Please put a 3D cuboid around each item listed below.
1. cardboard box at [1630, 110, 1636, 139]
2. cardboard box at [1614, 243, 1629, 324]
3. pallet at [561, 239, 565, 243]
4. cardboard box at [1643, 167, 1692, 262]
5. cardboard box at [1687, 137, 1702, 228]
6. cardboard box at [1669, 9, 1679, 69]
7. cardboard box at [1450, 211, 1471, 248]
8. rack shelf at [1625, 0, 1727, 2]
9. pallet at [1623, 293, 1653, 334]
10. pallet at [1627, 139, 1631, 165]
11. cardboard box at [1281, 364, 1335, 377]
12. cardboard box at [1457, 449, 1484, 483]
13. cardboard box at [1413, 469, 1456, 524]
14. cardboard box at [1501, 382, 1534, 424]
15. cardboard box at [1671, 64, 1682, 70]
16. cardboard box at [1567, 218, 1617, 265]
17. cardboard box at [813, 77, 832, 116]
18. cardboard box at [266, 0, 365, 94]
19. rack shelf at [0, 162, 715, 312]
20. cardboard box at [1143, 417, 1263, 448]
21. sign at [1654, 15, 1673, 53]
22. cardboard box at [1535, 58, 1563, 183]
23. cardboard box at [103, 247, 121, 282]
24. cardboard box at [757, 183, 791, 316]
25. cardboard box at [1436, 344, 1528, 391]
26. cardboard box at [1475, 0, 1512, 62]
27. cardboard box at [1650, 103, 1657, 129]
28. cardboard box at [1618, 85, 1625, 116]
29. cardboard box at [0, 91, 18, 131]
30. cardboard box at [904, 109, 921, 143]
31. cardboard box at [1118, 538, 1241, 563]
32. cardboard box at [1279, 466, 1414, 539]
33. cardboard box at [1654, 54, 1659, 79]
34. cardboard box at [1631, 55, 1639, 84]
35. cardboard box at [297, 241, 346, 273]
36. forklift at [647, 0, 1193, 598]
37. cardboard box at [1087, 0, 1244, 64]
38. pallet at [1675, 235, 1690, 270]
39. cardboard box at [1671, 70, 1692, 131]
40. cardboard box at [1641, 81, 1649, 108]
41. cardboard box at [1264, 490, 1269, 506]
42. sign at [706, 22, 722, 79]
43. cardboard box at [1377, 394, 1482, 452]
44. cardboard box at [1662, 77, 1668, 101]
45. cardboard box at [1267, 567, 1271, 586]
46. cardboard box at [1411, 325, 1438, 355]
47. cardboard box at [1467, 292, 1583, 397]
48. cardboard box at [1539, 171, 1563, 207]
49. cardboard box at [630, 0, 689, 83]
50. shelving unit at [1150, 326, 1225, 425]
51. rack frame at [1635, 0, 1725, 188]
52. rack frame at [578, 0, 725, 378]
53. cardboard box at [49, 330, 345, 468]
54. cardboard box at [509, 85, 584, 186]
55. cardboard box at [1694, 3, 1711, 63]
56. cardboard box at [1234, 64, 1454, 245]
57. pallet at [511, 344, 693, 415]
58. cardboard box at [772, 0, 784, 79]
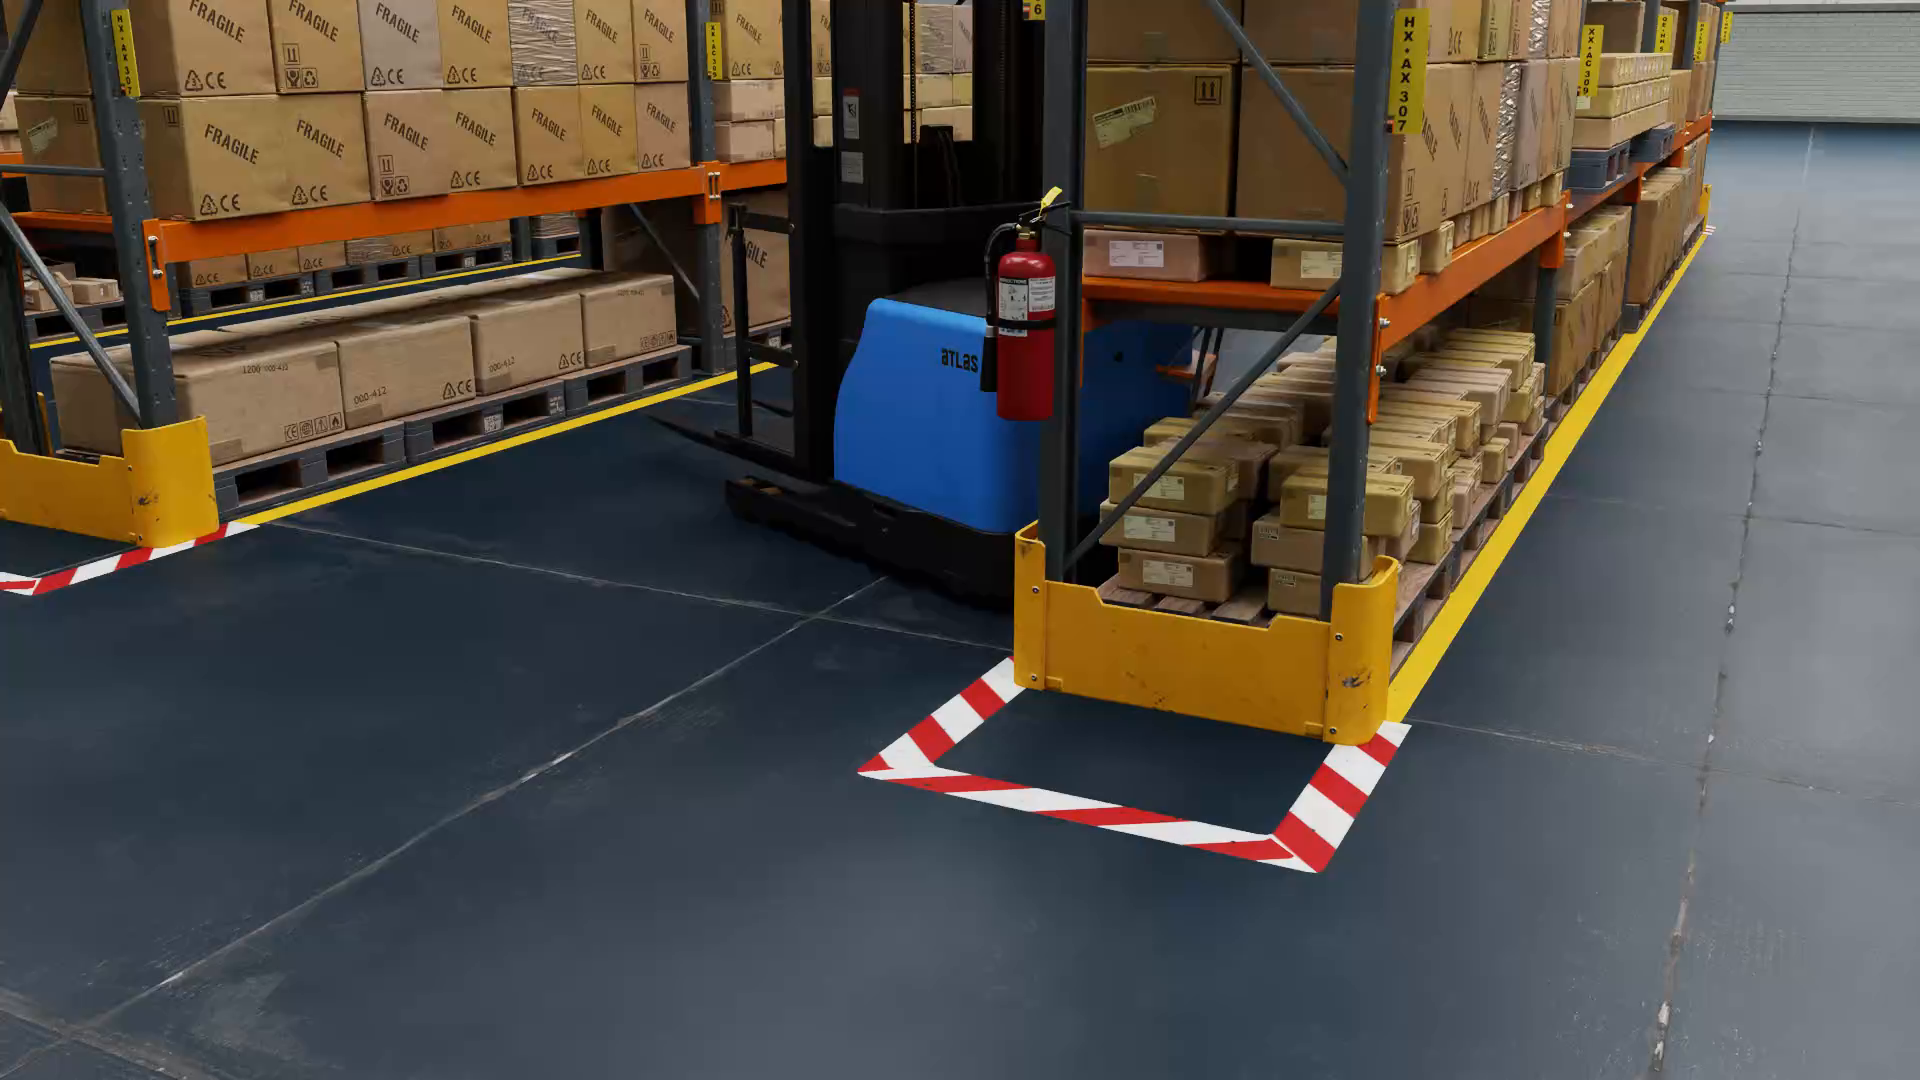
[{"bbox_3d":[3.555,-2.321,9.273,0.380,0.149,0.250,7,18,23],"label":"cardboard box"},{"bbox_3d":[4.234,-1.756,11.320,0.500,0.500,0.500,8,18,25],"label":"cardboard box"},{"bbox_3d":[-3.672,-3.366,17.985,1.003,0.211,1.213,8,18,25],"label":"pallet"},{"bbox_3d":[5.885,-2.926,14.820,1.050,0.750,0.750,8,18,25],"label":"cardboard box"},{"bbox_3d":[7.234,-3.769,17.438,0.875,0.875,0.875,8,18,25],"label":"cardboard box"},{"bbox_3d":[5.865,-4.372,14.546,0.700,0.500,0.500,8,18,24],"label":"cardboard box"},{"bbox_3d":[1.674,-1.177,6.159,0.380,0.149,0.250,8,18,24],"label":"cardboard box"},{"bbox_3d":[6.975,-5.575,16.521,1.077,0.370,4.000,8,18,25],"label":"rack shelf"},{"bbox_3d":[4.714,-1.808,12.741,1.003,0.211,1.213,8,18,25],"label":"pallet"},{"bbox_3d":[3.446,-2.352,10.012,1.003,0.211,1.213,8,18,25],"label":"pallet"},{"bbox_3d":[1.592,-0.656,7.190,0.380,0.149,0.250,7,18,23],"label":"cardboard box"},{"bbox_3d":[1.997,-0.305,7.051,0.380,0.149,0.250,8,19,26],"label":"cardboard box"},{"bbox_3d":[1.598,-0.182,6.115,0.380,0.149,0.250,9,19,27],"label":"cardboard box"},{"bbox_3d":[2.437,-0.650,7.693,0.380,0.149,0.250,7,18,23],"label":"cardboard box"},{"bbox_3d":[6.236,-4.140,15.431,0.875,0.550,0.550,8,18,25],"label":"cardboard box"},{"bbox_3d":[3.766,-1.851,10.324,0.500,0.250,0.500,9,19,27],"label":"cardboard box"},{"bbox_3d":[-1.061,-3.044,11.391,0.500,0.250,0.500,8,18,26],"label":"cardboard box"},{"bbox_3d":[-3.060,-2.266,7.452,0.500,0.500,0.500,8,18,24],"label":"cardboard box"},{"bbox_3d":[-2.860,-1.684,8.691,1.077,0.370,4.000,8,18,25],"label":"rack shelf"},{"bbox_3d":[0.895,-0.342,6.131,0.380,0.149,0.250,8,18,24],"label":"cardboard box"},{"bbox_3d":[4.784,-3.404,11.322,0.100,0.325,0.005,8,18,25],"label":"sign"},{"bbox_3d":[2.311,-1.834,7.233,0.500,0.500,0.500,8,18,24],"label":"cardboard box"},{"bbox_3d":[-6.454,-2.335,13.270,0.500,0.500,0.500,8,18,25],"label":"cardboard box"},{"bbox_3d":[-1.364,-2.121,11.890,0.875,0.875,0.875,9,19,27],"label":"cardboard box"},{"bbox_3d":[2.397,-0.796,7.662,0.380,0.149,0.250,8,18,25],"label":"cardboard box"},{"bbox_3d":[1.630,-1.925,5.784,0.500,0.500,0.500,8,18,24],"label":"cardboard box"},{"bbox_3d":[4.143,-2.659,10.411,0.380,0.149,0.250,8,18,25],"label":"cardboard box"},{"bbox_3d":[3.209,-2.266,8.567,0.380,0.149,0.250,8,18,24],"label":"cardboard box"},{"bbox_3d":[-6.629,-2.950,11.428,0.500,0.250,0.500,8,18,26],"label":"cardboard box"},{"bbox_3d":[-0.627,-3.065,12.340,0.500,0.250,0.500,8,18,25],"label":"cardboard box"},{"bbox_3d":[0.793,0.011,5.990,0.380,0.149,0.250,9,19,27],"label":"cardboard box"},{"bbox_3d":[1.258,-0.126,5.405,0.380,0.149,0.250,7,18,23],"label":"cardboard box"},{"bbox_3d":[4.025,-2.877,10.101,0.380,0.149,0.250,8,18,25],"label":"cardboard box"},{"bbox_3d":[3.444,-2.543,8.975,0.380,0.149,0.250,8,18,25],"label":"cardboard box"},{"bbox_3d":[-5.535,-2.530,13.928,0.500,0.500,0.500,8,18,24],"label":"cardboard box"},{"bbox_3d":[-0.387,-1.546,7.083,1.130,2.935,3.031,-13,21,-36],"label":"forklift"},{"bbox_3d":[0.702,-1.734,5.140,0.500,0.500,0.500,8,18,24],"label":"cardboard box"},{"bbox_3d":[6.491,-2.819,16.146,1.003,0.211,1.213,8,18,25],"label":"pallet"},{"bbox_3d":[6.088,-3.853,14.554,0.500,0.500,0.500,8,18,25],"label":"cardboard box"},{"bbox_3d":[3.791,-2.599,9.686,0.380,0.149,0.250,8,18,24],"label":"cardboard box"},{"bbox_3d":[0.931,-0.196,6.165,0.380,0.149,0.250,7,18,23],"label":"cardboard box"},{"bbox_3d":[-1.469,-2.921,9.933,0.100,0.325,0.005,8,18,25],"label":"sign"},{"bbox_3d":[1.828,-0.464,6.542,0.380,0.149,0.250,8,19,26],"label":"cardboard box"},{"bbox_3d":[4.363,-2.925,10.785,0.380,0.149,0.250,9,19,27],"label":"cardboard box"},{"bbox_3d":[1.284,0.080,5.757,0.380,0.149,0.250,8,18,25],"label":"cardboard box"},{"bbox_3d":[2.168,-0.993,8.325,0.380,0.149,0.250,9,19,28],"label":"cardboard box"},{"bbox_3d":[3.074,-1.092,9.086,0.500,0.500,0.500,9,19,28],"label":"cardboard box"},{"bbox_3d":[2.571,-1.632,7.693,0.380,0.149,0.250,8,18,24],"label":"cardboard box"},{"bbox_3d":[-1.930,-2.911,9.624,0.500,0.500,0.500,8,18,25],"label":"cardboard box"},{"bbox_3d":[0.818,-0.501,6.547,0.258,1.200,0.503,14,19,12],"label":"shelving unit"},{"bbox_3d":[7.869,-4.991,18.561,1.000,3.000,0.127,8,18,25],"label":"rack frame"},{"bbox_3d":[-1.967,-2.539,10.303,1.000,3.000,0.127,8,18,25],"label":"rack frame"},{"bbox_3d":[-3.548,-0.674,7.787,0.875,0.438,0.875,7,18,24],"label":"cardboard box"},{"bbox_3d":[-2.382,-2.174,8.901,0.500,0.500,0.500,8,18,25],"label":"cardboard box"},{"bbox_3d":[6.783,-4.927,16.183,0.875,0.550,0.550,8,18,25],"label":"cardboard box"},{"bbox_3d":[1.167,-1.186,5.050,0.500,0.500,0.500,9,19,28],"label":"cardboard box"},{"bbox_3d":[-2.376,-1.018,10.082,1.003,0.211,1.213,8,18,25],"label":"pallet"},{"bbox_3d":[-1.310,-3.275,10.849,0.500,0.500,0.500,8,18,25],"label":"cardboard box"}]
